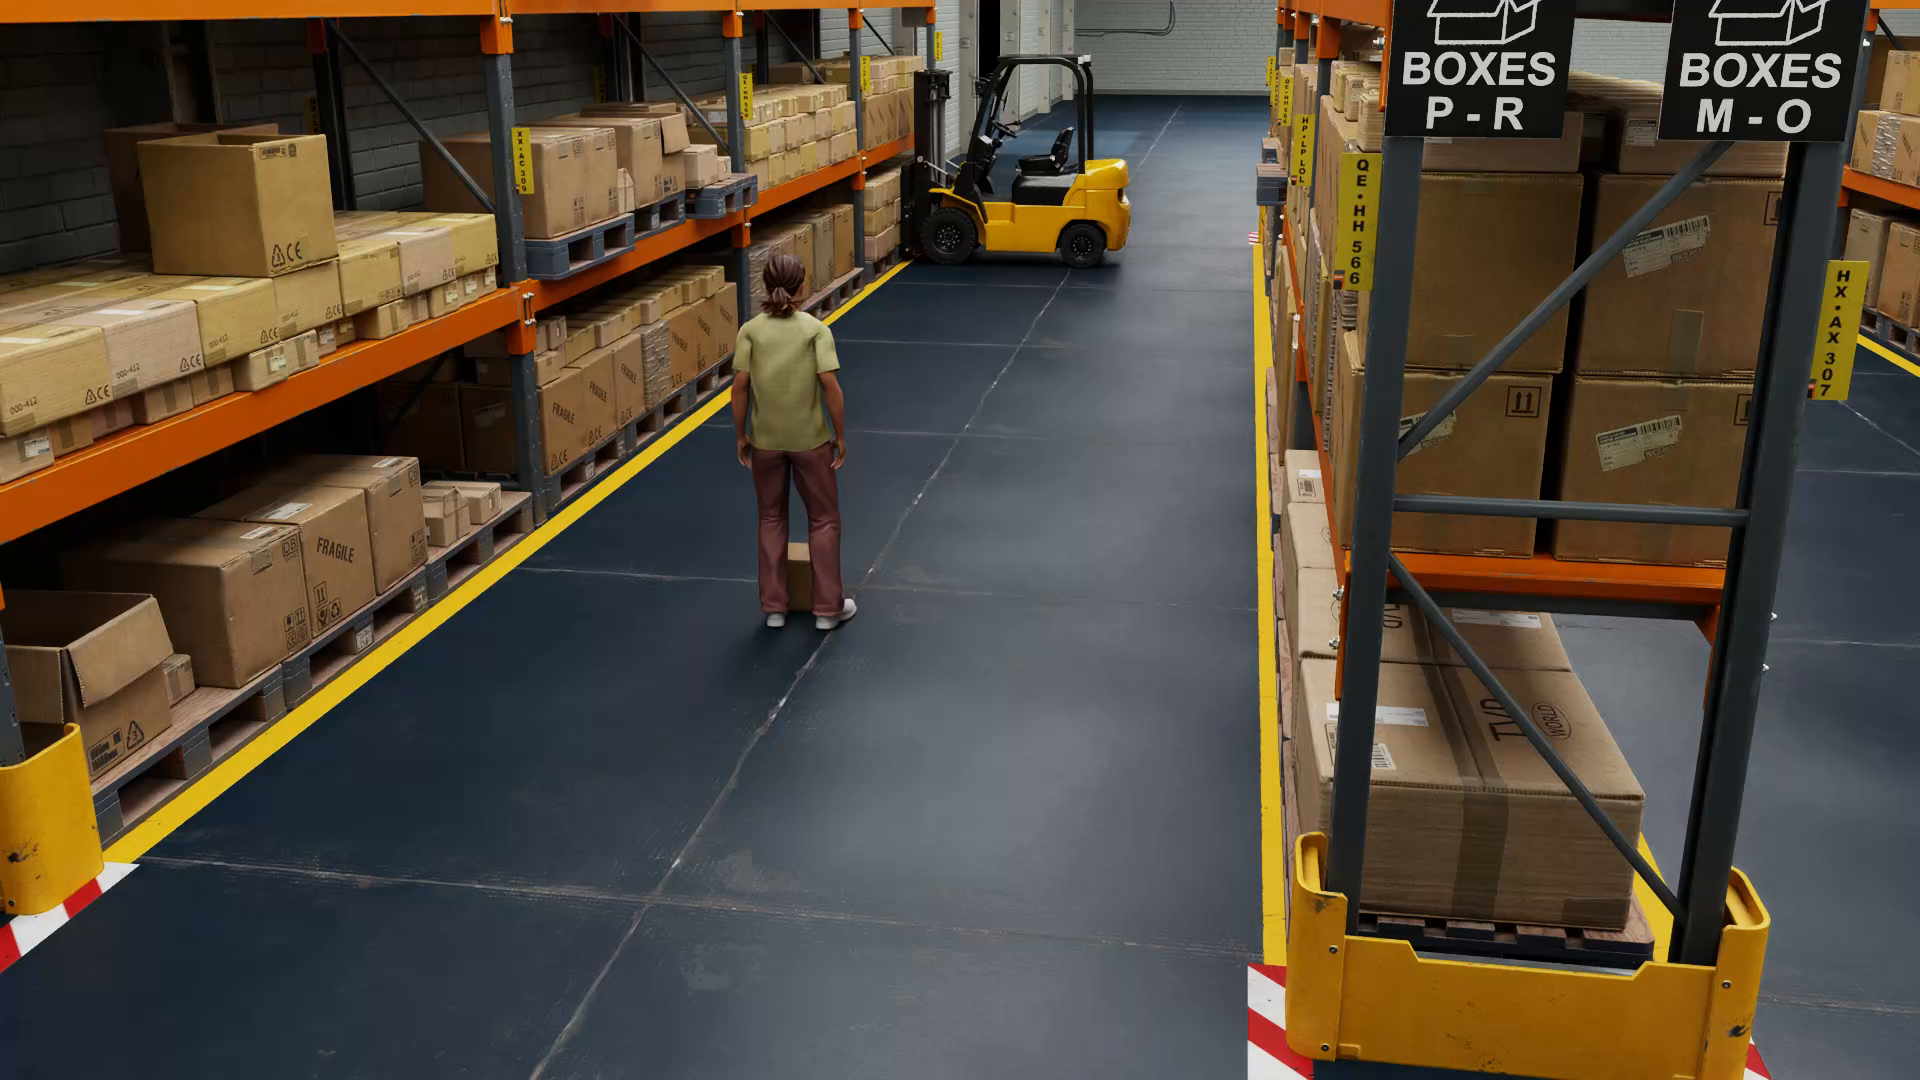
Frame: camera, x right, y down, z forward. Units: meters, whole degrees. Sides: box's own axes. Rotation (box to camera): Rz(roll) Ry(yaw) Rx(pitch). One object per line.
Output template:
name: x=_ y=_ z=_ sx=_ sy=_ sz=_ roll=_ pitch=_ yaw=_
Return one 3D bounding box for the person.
person: x=-0.744 y=-0.423 z=7.371 sx=0.504 sy=1.667 sz=0.364 roll=2 pitch=18 yaw=6
